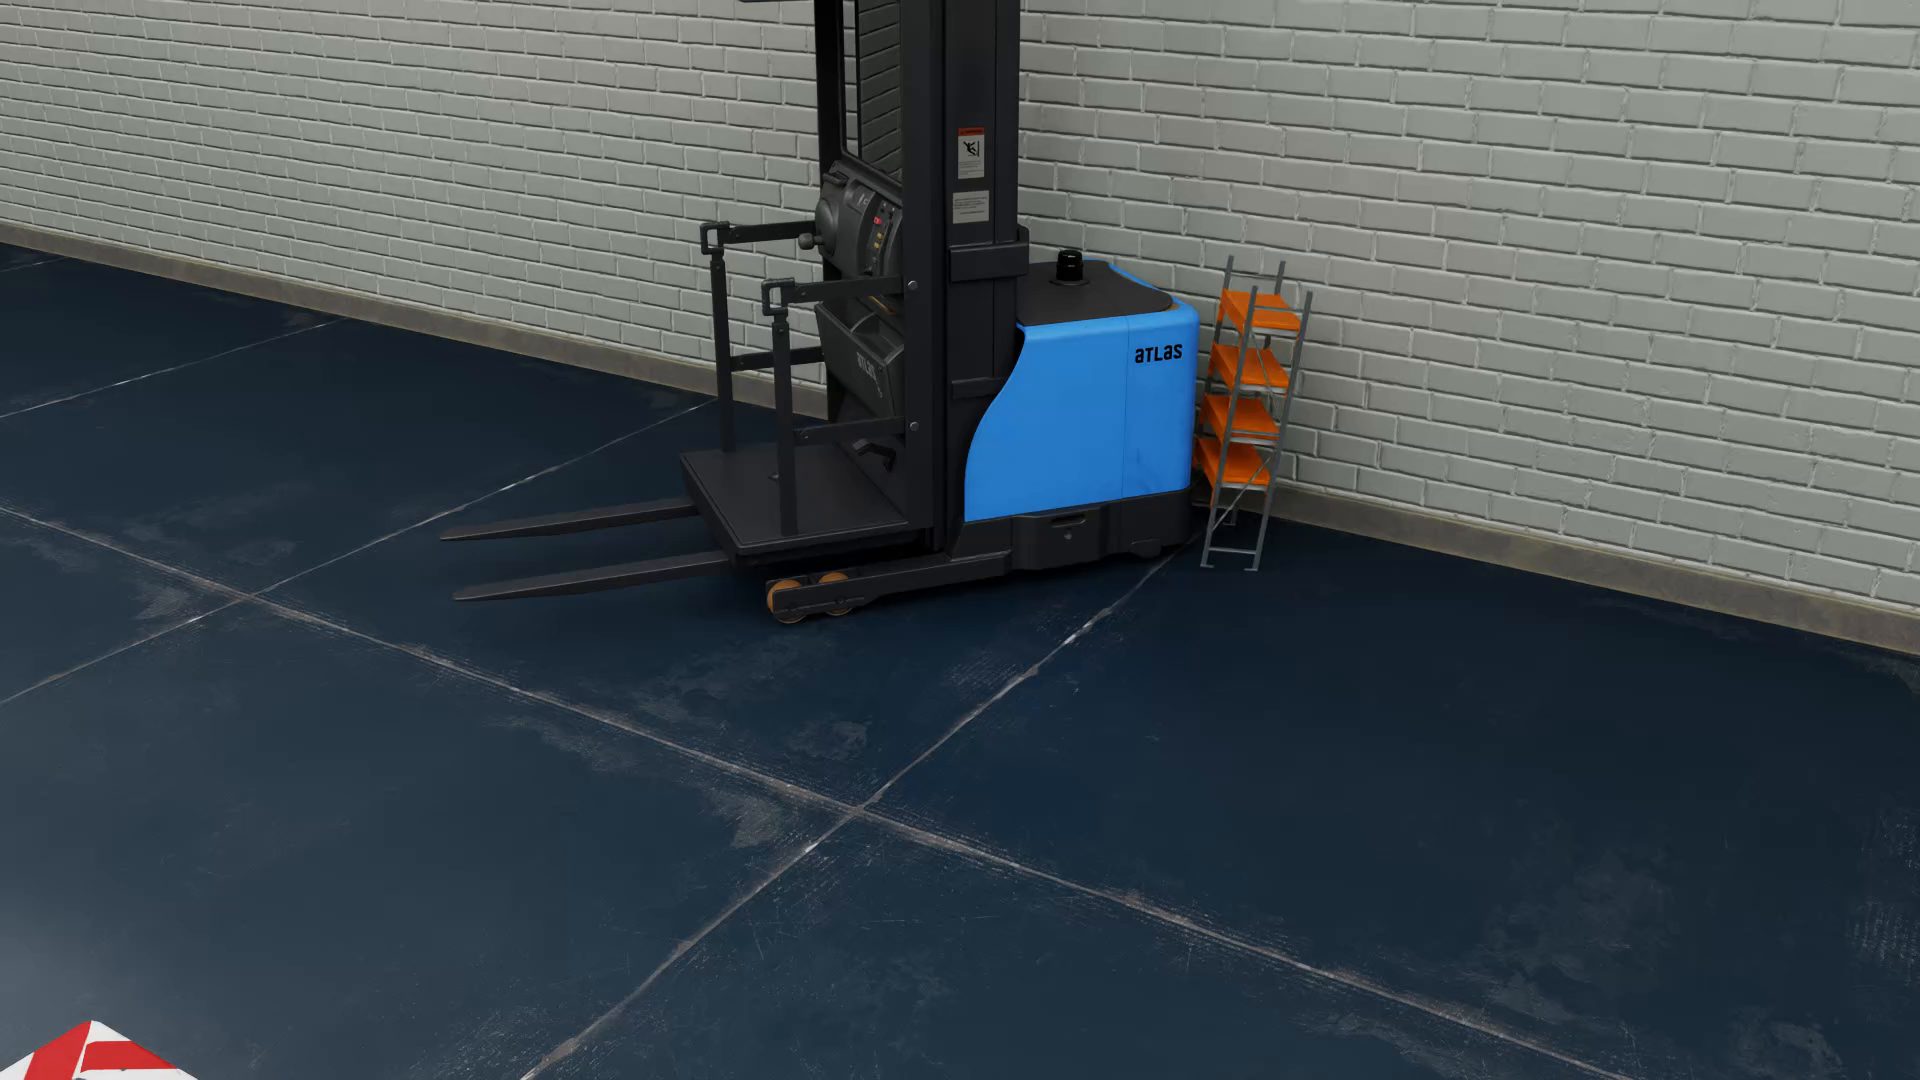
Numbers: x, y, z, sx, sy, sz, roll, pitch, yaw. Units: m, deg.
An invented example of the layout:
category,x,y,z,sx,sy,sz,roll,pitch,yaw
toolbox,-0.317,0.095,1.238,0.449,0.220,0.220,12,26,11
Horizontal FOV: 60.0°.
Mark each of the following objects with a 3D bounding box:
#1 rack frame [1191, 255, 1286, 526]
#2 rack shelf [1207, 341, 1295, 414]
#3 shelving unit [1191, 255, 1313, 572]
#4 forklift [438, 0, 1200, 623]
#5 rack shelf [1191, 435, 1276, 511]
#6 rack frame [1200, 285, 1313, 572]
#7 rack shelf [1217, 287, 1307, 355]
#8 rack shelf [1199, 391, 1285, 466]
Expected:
category,x,y,z,sx,sy,sz,roll,pitch,yaw
rack frame,1.169,-0.623,7.146,0.240,1.200,0.015,5,23,-5
rack shelf,1.196,-0.668,6.862,0.258,0.148,0.480,5,23,-5
shelving unit,1.178,-0.526,6.923,0.258,1.200,0.503,5,23,-5
forklift,-0.584,-1.256,6.463,3.031,2.935,1.130,-9,25,-19
rack shelf,1.149,-0.283,7.027,0.258,0.148,0.480,5,23,-5
rack frame,1.188,-0.428,6.699,0.240,1.200,0.015,5,23,-5
rack shelf,1.222,-0.884,6.769,0.258,0.148,0.480,5,23,-5
rack shelf,1.171,-0.464,6.949,0.258,0.148,0.480,5,23,-5
